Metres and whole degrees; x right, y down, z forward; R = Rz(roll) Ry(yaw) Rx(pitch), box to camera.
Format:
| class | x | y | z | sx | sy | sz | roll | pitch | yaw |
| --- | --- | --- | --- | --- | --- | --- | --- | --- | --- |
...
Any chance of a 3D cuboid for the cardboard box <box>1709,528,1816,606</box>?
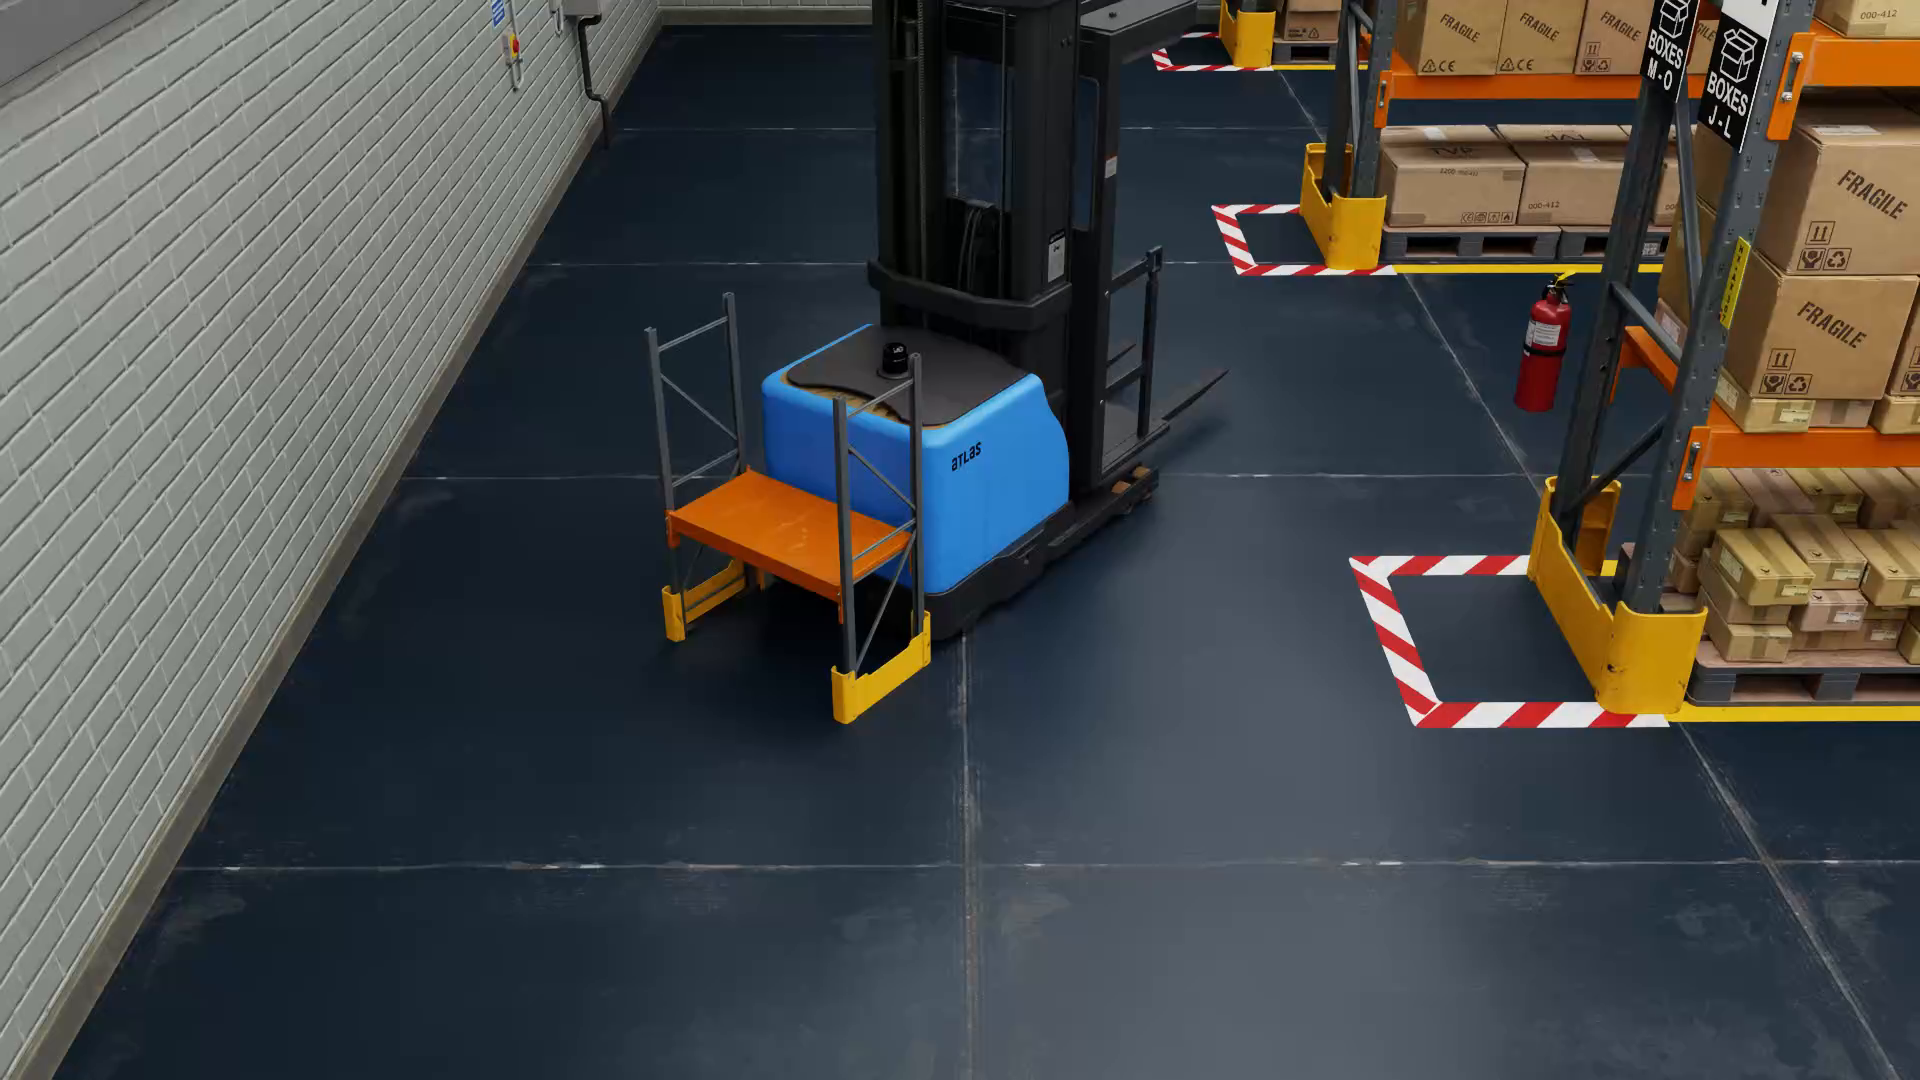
| class | x | y | z | sx | sy | sz | roll | pitch | yaw |
| --- | --- | --- | --- | --- | --- | --- | --- | --- | --- |
| cardboard box | 3.345 | 0.111 | 6.945 | 0.250 | 0.149 | 0.380 | -2 | 31 | -3 |

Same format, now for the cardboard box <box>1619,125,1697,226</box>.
| class | x | y | z | sx | sy | sz | roll | pitch | yaw |
| --- | --- | --- | --- | --- | --- | --- | --- | --- | --- |
| cardboard box | 5.165 | -2.563 | 11.648 | 0.875 | 0.438 | 0.875 | -1 | 31 | -2 |

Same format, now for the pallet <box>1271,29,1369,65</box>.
| class | x | y | z | sx | sy | sz | roll | pitch | yaw |
| --- | --- | --- | --- | --- | --- | --- | --- | --- | --- |
| pallet | 3.528 | -4.802 | 15.961 | 1.213 | 0.211 | 1.003 | 0 | 31 | 0 |

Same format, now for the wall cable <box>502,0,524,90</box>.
| class | x | y | z | sx | sy | sz | roll | pitch | yaw |
| --- | --- | --- | --- | --- | --- | --- | --- | --- | --- |
| wall cable | -2.950 | -3.834 | 10.668 | 0.123 | 1.953 | 0.585 | 0 | 31 | 0 |

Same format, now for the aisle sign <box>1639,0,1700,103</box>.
| class | x | y | z | sx | sy | sz | roll | pitch | yaw |
| --- | --- | --- | --- | --- | --- | --- | --- | --- | --- |
| aisle sign | 2.745 | -2.115 | 6.339 | 0.004 | 0.787 | 0.394 | 0 | 31 | 0 |

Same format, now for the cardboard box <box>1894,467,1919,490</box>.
| class | x | y | z | sx | sy | sz | roll | pitch | yaw |
| --- | --- | --- | --- | --- | --- | --- | --- | --- | --- |
| cardboard box | 4.385 | -0.232 | 7.511 | 0.250 | 0.149 | 0.380 | 1 | 31 | 2 |

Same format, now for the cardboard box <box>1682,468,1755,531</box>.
| class | x | y | z | sx | sy | sz | roll | pitch | yaw |
| --- | --- | --- | --- | --- | --- | --- | --- | --- | --- |
| cardboard box | 3.347 | -0.197 | 7.453 | 0.250 | 0.149 | 0.380 | 0 | 31 | 0 |

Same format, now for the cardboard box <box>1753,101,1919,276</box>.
| class | x | y | z | sx | sy | sz | roll | pitch | yaw |
| --- | --- | --- | --- | --- | --- | --- | --- | --- | --- |
| cardboard box | 3.270 | -1.310 | 6.170 | 0.500 | 0.500 | 0.500 | 0 | 31 | -1 |

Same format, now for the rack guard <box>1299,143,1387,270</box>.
| class | x | y | z | sx | sy | sz | roll | pitch | yaw |
| --- | --- | --- | --- | --- | --- | --- | --- | --- | --- |
| rack guard | 2.665 | -2.347 | 11.637 | 0.348 | 0.500 | 1.175 | 0 | 31 | 0 |

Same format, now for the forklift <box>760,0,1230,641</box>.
| class | x | y | z | sx | sy | sz | roll | pitch | yaw |
| --- | --- | --- | --- | --- | --- | --- | --- | --- | --- |
| forklift | 0.371 | -1.517 | 7.925 | 1.130 | 2.935 | 3.031 | 21 | 37 | 30 |

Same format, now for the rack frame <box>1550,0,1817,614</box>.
| class | x | y | z | sx | sy | sz | roll | pitch | yaw |
| --- | --- | --- | --- | --- | --- | --- | --- | --- | --- |
| rack frame | 2.819 | -0.849 | 6.757 | 0.127 | 3.000 | 1.000 | 0 | 31 | 0 |

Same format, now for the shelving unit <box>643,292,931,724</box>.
| class | x | y | z | sx | sy | sz | roll | pitch | yaw |
| --- | --- | --- | --- | --- | --- | --- | --- | --- | --- |
| shelving unit | -0.729 | -0.155 | 7.059 | 1.083 | 1.500 | 0.587 | 21 | 37 | 31 |

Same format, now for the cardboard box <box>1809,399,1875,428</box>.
| class | x | y | z | sx | sy | sz | roll | pitch | yaw |
| --- | --- | --- | --- | --- | --- | --- | --- | --- | --- |
| cardboard box | 3.400 | -0.594 | 6.580 | 0.250 | 0.149 | 0.380 | 1 | 31 | 1 |

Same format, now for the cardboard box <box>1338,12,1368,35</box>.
| class | x | y | z | sx | sy | sz | roll | pitch | yaw |
| --- | --- | --- | --- | --- | --- | --- | --- | --- | --- |
| cardboard box | 3.692 | -4.885 | 15.754 | 0.250 | 0.149 | 0.380 | -1 | 31 | -2 |

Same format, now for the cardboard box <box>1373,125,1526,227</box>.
| class | x | y | z | sx | sy | sz | roll | pitch | yaw |
| --- | --- | --- | --- | --- | --- | --- | --- | --- | --- |
| cardboard box | 3.348 | -2.554 | 11.633 | 0.875 | 0.438 | 0.875 | -1 | 31 | -2 |

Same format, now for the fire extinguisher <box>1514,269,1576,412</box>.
| class | x | y | z | sx | sy | sz | roll | pitch | yaw |
| --- | --- | --- | --- | --- | --- | --- | --- | --- | --- |
| fire extinguisher | 2.565 | -0.895 | 7.267 | 0.183 | 0.674 | 0.296 | 0 | 31 | 0 |

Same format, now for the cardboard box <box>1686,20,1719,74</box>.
| class | x | y | z | sx | sy | sz | roll | pitch | yaw |
| --- | --- | --- | --- | --- | --- | --- | --- | --- | --- |
| cardboard box | 4.686 | -3.330 | 10.750 | 0.500 | 0.500 | 0.500 | 1 | 31 | 1 |

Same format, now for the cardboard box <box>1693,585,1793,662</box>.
| class | x | y | z | sx | sy | sz | roll | pitch | yaw |
| --- | --- | --- | --- | --- | --- | --- | --- | --- | --- |
| cardboard box | 3.345 | 0.355 | 7.116 | 0.250 | 0.149 | 0.380 | 0 | 31 | 1 |

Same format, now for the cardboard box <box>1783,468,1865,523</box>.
| class | x | y | z | sx | sy | sz | roll | pitch | yaw |
| --- | --- | --- | --- | --- | --- | --- | --- | --- | --- |
| cardboard box | 3.857 | -0.234 | 7.515 | 0.250 | 0.149 | 0.380 | -1 | 31 | -1 |

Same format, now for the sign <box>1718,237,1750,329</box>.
| class | x | y | z | sx | sy | sz | roll | pitch | yaw |
| --- | --- | --- | --- | --- | --- | --- | --- | --- | --- |
| sign | 2.823 | -0.937 | 6.068 | 0.005 | 0.325 | 0.100 | 0 | 31 | 0 |

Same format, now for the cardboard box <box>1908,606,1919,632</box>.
| class | x | y | z | sx | sy | sz | roll | pitch | yaw |
| --- | --- | --- | --- | --- | --- | --- | --- | --- | --- |
| cardboard box | 4.121 | 0.232 | 7.032 | 0.250 | 0.149 | 0.380 | 1 | 31 | 1 |

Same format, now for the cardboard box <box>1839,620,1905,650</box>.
| class | x | y | z | sx | sy | sz | roll | pitch | yaw |
| --- | --- | --- | --- | --- | --- | --- | --- | --- | --- |
| cardboard box | 3.855 | 0.307 | 7.195 | 0.250 | 0.149 | 0.380 | 0 | 31 | 0 |

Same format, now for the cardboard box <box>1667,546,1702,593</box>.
| class | x | y | z | sx | sy | sz | roll | pitch | yaw |
| --- | --- | --- | --- | --- | --- | --- | --- | --- | --- |
| cardboard box | 3.345 | 0.081 | 7.568 | 0.250 | 0.149 | 0.380 | 0 | 31 | 1 |

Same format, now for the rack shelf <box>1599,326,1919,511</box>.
| class | x | y | z | sx | sy | sz | roll | pitch | yaw |
| --- | --- | --- | --- | --- | --- | --- | --- | --- | --- |
| rack shelf | 4.819 | -0.547 | 6.954 | 4.000 | 0.370 | 1.077 | 0 | 31 | 0 |

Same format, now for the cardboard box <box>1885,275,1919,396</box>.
| class | x | y | z | sx | sy | sz | roll | pitch | yaw |
| --- | --- | --- | --- | --- | --- | --- | --- | --- | --- |
| cardboard box | 3.805 | -0.891 | 6.444 | 0.500 | 0.500 | 0.500 | 0 | 31 | 0 |

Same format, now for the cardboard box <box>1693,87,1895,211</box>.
| class | x | y | z | sx | sy | sz | roll | pitch | yaw |
| --- | --- | --- | --- | --- | --- | --- | --- | --- | --- |
| cardboard box | 3.276 | -1.576 | 6.609 | 0.500 | 0.500 | 0.500 | -1 | 31 | -1 |

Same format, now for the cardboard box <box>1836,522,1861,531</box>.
| class | x | y | z | sx | sy | sz | roll | pitch | yaw |
| --- | --- | --- | --- | --- | --- | --- | --- | --- | --- |
| cardboard box | 3.865 | -0.089 | 7.561 | 0.250 | 0.149 | 0.380 | -1 | 31 | -2 |

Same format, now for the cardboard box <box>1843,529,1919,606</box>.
| class | x | y | z | sx | sy | sz | roll | pitch | yaw |
| --- | --- | --- | --- | --- | --- | --- | --- | --- | --- |
| cardboard box | 3.873 | 0.113 | 6.941 | 0.250 | 0.149 | 0.380 | 0 | 31 | 0 |

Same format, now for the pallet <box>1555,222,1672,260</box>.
| class | x | y | z | sx | sy | sz | roll | pitch | yaw |
| --- | --- | --- | --- | --- | --- | --- | --- | --- | --- |
| pallet | 4.705 | -2.269 | 11.786 | 1.213 | 0.211 | 1.003 | 0 | 31 | 0 |

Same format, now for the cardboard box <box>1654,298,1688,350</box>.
| class | x | y | z | sx | sy | sz | roll | pitch | yaw |
| --- | --- | --- | --- | --- | --- | --- | --- | --- | --- |
| cardboard box | 3.144 | -0.889 | 7.065 | 0.250 | 0.149 | 0.380 | 0 | 31 | 0 |

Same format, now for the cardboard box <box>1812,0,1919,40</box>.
| class | x | y | z | sx | sy | sz | roll | pitch | yaw |
| --- | --- | --- | --- | --- | --- | --- | --- | --- | --- |
| cardboard box | 3.270 | -1.936 | 5.801 | 0.500 | 0.250 | 0.500 | 1 | 31 | 1 |

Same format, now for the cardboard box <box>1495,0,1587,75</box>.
| class | x | y | z | sx | sy | sz | roll | pitch | yaw |
| --- | --- | --- | --- | --- | --- | --- | --- | --- | --- |
| cardboard box | 3.676 | -3.327 | 10.746 | 0.500 | 0.500 | 0.500 | -1 | 31 | -1 |

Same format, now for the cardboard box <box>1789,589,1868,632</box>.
| class | x | y | z | sx | sy | sz | roll | pitch | yaw |
| --- | --- | --- | --- | --- | --- | --- | --- | --- | --- |
| cardboard box | 3.619 | 0.223 | 7.047 | 0.250 | 0.149 | 0.380 | 0 | 31 | -1 |

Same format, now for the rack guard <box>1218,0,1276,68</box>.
| class | x | y | z | sx | sy | sz | roll | pitch | yaw |
| --- | --- | --- | --- | --- | --- | --- | --- | --- | --- |
| rack guard | 2.731 | -4.922 | 15.881 | 0.348 | 0.500 | 1.175 | 0 | 31 | 0 |

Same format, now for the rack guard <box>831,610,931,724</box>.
| class | x | y | z | sx | sy | sz | roll | pitch | yaw |
| --- | --- | --- | --- | --- | --- | --- | --- | --- | --- |
| rack guard | -0.332 | 0.536 | 7.126 | 0.087 | 0.250 | 0.587 | 21 | 37 | 31 |

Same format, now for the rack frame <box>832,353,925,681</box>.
| class | x | y | z | sx | sy | sz | roll | pitch | yaw |
| --- | --- | --- | --- | --- | --- | --- | --- | --- | --- |
| rack frame | -0.316 | 0.007 | 6.792 | 0.032 | 1.500 | 0.500 | 21 | 37 | 31 |

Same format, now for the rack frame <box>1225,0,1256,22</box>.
| class | x | y | z | sx | sy | sz | roll | pitch | yaw |
| --- | --- | --- | --- | --- | --- | --- | --- | --- | --- |
| rack frame | 2.655 | -5.991 | 15.232 | 0.127 | 3.000 | 1.000 | 0 | 31 | 0 |
